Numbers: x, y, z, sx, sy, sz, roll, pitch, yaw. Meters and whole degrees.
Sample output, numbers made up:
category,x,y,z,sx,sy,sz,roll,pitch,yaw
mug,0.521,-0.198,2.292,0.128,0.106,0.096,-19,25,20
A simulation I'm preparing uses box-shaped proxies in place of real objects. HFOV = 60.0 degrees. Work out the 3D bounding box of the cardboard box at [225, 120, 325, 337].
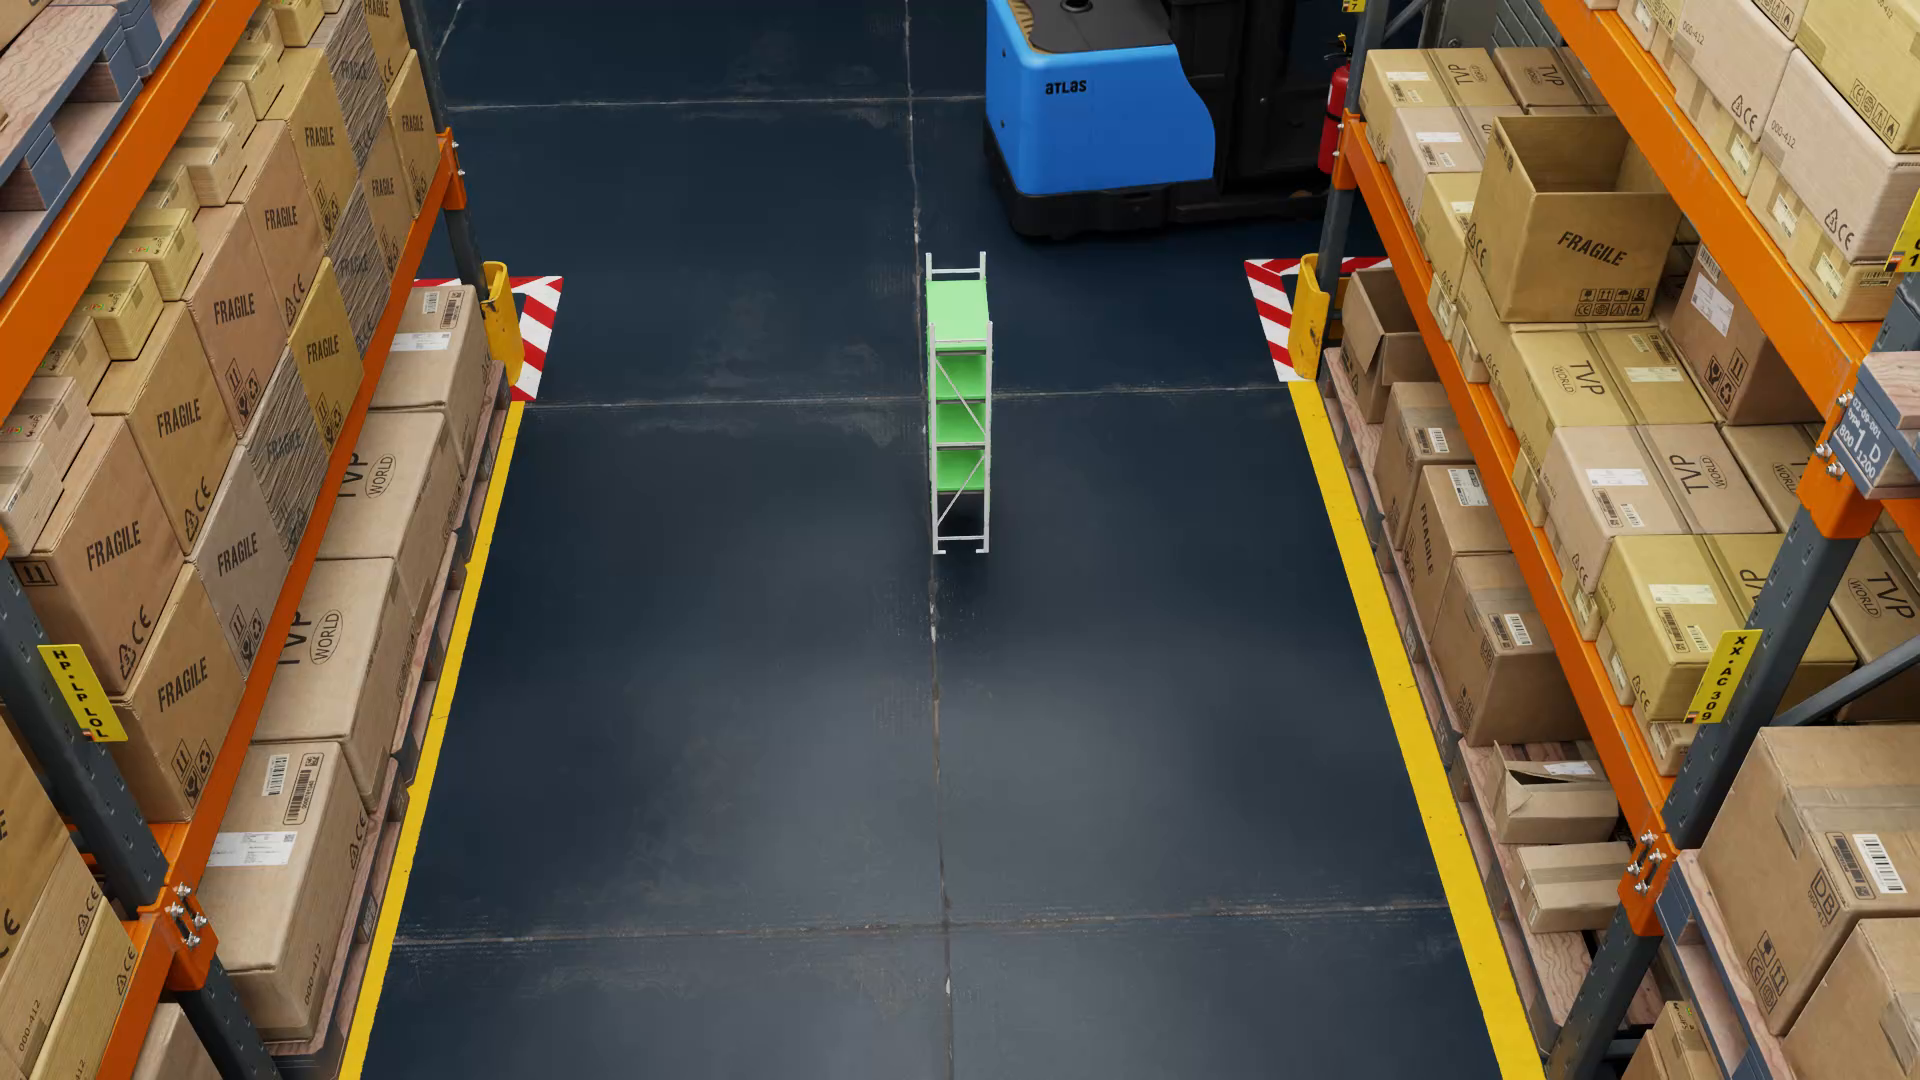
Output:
category,x,y,z,sx,sy,sz,roll,pitch,yaw
cardboard box,-2.392,-0.985,5.291,0.500,0.500,0.500,-2,43,-2

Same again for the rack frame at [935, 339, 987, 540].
category,x,y,z,sx,sy,sz,roll,pitch,yaw
rack frame,0.004,-0.389,6.787,0.228,1.046,0.006,-2,43,-2

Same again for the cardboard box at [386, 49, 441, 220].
category,x,y,z,sx,sy,sz,roll,pitch,yaw
cardboard box,-2.454,-1.642,6.748,0.500,0.500,0.500,-1,43,-2

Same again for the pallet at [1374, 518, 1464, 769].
category,x,y,z,sx,sy,sz,roll,pitch,yaw
pallet,2.307,0.371,6.690,1.003,0.211,1.213,-2,43,-2

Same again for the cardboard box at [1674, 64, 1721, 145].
category,x,y,z,sx,sy,sz,roll,pitch,yaw
cardboard box,2.064,-1.128,4.227,0.380,0.149,0.250,-2,43,-2

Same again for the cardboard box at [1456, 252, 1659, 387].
category,x,y,z,sx,sy,sz,roll,pitch,yaw
cardboard box,2.060,-0.782,5.774,0.500,0.250,0.500,-3,43,-3

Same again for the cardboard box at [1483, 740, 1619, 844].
category,x,y,z,sx,sy,sz,roll,pitch,yaw
cardboard box,2.058,0.876,5.787,0.396,0.266,0.258,0,43,0

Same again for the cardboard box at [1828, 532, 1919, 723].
category,x,y,z,sx,sy,sz,roll,pitch,yaw
cardboard box,2.601,2.856,1.620,0.659,0.500,8.552,0,43,0

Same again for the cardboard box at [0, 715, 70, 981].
category,x,y,z,sx,sy,sz,roll,pitch,yaw
cardboard box,-2.299,0.666,3.490,0.500,0.500,0.500,0,43,0

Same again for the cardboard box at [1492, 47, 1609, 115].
category,x,y,z,sx,sy,sz,roll,pitch,yaw
cardboard box,2.505,-1.820,6.906,0.500,0.250,0.500,0,43,-1

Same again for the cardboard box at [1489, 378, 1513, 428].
category,x,y,z,sx,sy,sz,roll,pitch,yaw
cardboard box,2.076,-0.526,5.790,0.380,0.149,0.250,-2,43,-2

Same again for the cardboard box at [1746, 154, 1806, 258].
category,x,y,z,sx,sy,sz,roll,pitch,yaw
cardboard box,2.072,-0.781,3.848,0.380,0.149,0.250,-2,43,-2

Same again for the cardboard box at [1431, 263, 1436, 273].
category,x,y,z,sx,sy,sz,roll,pitch,yaw
cardboard box,2.029,-1.048,6.359,0.380,0.149,0.250,-1,43,-1

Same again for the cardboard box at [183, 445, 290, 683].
category,x,y,z,sx,sy,sz,roll,pitch,yaw
cardboard box,-2.345,0.076,4.873,0.500,0.500,0.500,-1,43,-2

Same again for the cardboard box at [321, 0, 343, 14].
category,x,y,z,sx,sy,sz,roll,pitch,yaw
cardboard box,-2.394,-1.989,5.906,0.380,0.149,0.250,-2,43,-2

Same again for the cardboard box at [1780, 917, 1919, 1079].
category,x,y,z,sx,sy,sz,roll,pitch,yaw
cardboard box,2.209,1.123,3.420,0.700,0.500,0.500,-1,43,-1

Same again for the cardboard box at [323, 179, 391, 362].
category,x,y,z,sx,sy,sz,roll,pitch,yaw
cardboard box,-2.416,-0.956,5.999,0.500,0.500,0.500,-1,43,-1

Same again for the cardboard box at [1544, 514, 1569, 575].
category,x,y,z,sx,sy,sz,roll,pitch,yaw
cardboard box,2.072,-0.011,5.228,0.380,0.149,0.250,-1,43,-1

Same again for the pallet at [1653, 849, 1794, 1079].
category,x,y,z,sx,sy,sz,roll,pitch,yaw
pallet,2.315,1.245,3.814,1.003,0.211,1.213,-2,43,-2

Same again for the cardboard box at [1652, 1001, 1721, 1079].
category,x,y,z,sx,sy,sz,roll,pitch,yaw
cardboard box,2.139,1.409,4.552,0.380,0.149,0.250,0,43,0

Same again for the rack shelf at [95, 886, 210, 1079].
category,x,y,z,sx,sy,sz,roll,pitch,yaw
rack shelf,-2.484,2.392,2.953,1.077,0.370,4.000,-2,43,-2

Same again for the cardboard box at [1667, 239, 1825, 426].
category,x,y,z,sx,sy,sz,roll,pitch,yaw
cardboard box,2.593,-0.712,5.143,0.500,0.500,0.500,-3,43,-3

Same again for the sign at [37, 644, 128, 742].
category,x,y,z,sx,sy,sz,roll,pitch,yaw
sign,-2.027,0.357,3.842,0.100,0.325,0.005,-2,43,-2

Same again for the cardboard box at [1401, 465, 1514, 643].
category,x,y,z,sx,sy,sz,roll,pitch,yaw
cardboard box,2.071,0.052,6.513,0.500,0.500,0.500,-1,43,-1

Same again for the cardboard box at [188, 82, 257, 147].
category,x,y,z,sx,sy,sz,roll,pitch,yaw
cardboard box,-2.422,-1.294,5.148,0.380,0.149,0.250,0,43,0

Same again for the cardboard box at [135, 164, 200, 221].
category,x,y,z,sx,sy,sz,roll,pitch,yaw
cardboard box,-2.427,-0.949,4.772,0.380,0.149,0.250,-2,43,-2

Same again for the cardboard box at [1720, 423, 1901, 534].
category,x,y,z,sx,sy,sz,roll,pitch,yaw
cardboard box,2.610,-0.103,5.033,0.500,0.250,0.500,-2,43,-2

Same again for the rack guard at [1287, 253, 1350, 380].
category,x,y,z,sx,sy,sz,roll,pitch,yaw
rack guard,2.223,-1.096,8.075,1.175,0.500,0.348,-2,43,-2

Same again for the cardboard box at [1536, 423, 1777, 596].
category,x,y,z,sx,sy,sz,roll,pitch,yaw
cardboard box,2.089,-0.097,5.027,0.500,0.250,0.500,-2,43,-2

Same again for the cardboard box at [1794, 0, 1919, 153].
category,x,y,z,sx,sy,sz,roll,pitch,yaw
cardboard box,2.128,-1.046,3.473,0.500,0.250,0.500,-2,43,-2

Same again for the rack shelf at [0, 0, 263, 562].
category,x,y,z,sx,sy,sz,roll,pitch,yaw
rack shelf,-7.605,-0.719,5.237,10.987,1.870,4.000,-2,43,-2

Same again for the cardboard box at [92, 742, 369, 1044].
category,x,y,z,sx,sy,sz,roll,pitch,yaw
cardboard box,-2.488,1.140,5.372,0.875,0.438,0.875,-2,43,-2

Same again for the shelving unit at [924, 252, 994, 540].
category,x,y,z,sx,sy,sz,roll,pitch,yaw
shelving unit,-6.231,2.361,3.786,13.061,1.200,8.595,-2,43,-2

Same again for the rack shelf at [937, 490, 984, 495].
category,x,y,z,sx,sy,sz,roll,pitch,yaw
rack shelf,-0.007,-0.351,7.153,0.199,0.029,0.442,-2,43,-2

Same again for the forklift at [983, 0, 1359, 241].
category,x,y,z,sx,sy,sz,roll,pitch,yaw
forklift,-2.519,-2.616,8.000,11.622,2.843,1.129,-7,43,-8

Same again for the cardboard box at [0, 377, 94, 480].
category,x,y,z,sx,sy,sz,roll,pitch,yaw
cardboard box,-2.350,-0.261,4.021,0.380,0.149,0.250,-1,43,-1

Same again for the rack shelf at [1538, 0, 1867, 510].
category,x,y,z,sx,sy,sz,roll,pitch,yaw
rack shelf,2.305,-1.559,5.043,1.077,0.370,4.000,-2,43,-2

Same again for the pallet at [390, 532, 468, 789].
category,x,y,z,sx,sy,sz,roll,pitch,yaw
pallet,-2.578,0.464,6.588,1.003,0.211,1.213,-2,43,-2

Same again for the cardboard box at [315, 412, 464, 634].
category,x,y,z,sx,sy,sz,roll,pitch,yaw
cardboard box,-2.564,-0.074,6.696,0.875,0.438,0.875,-1,43,-1
